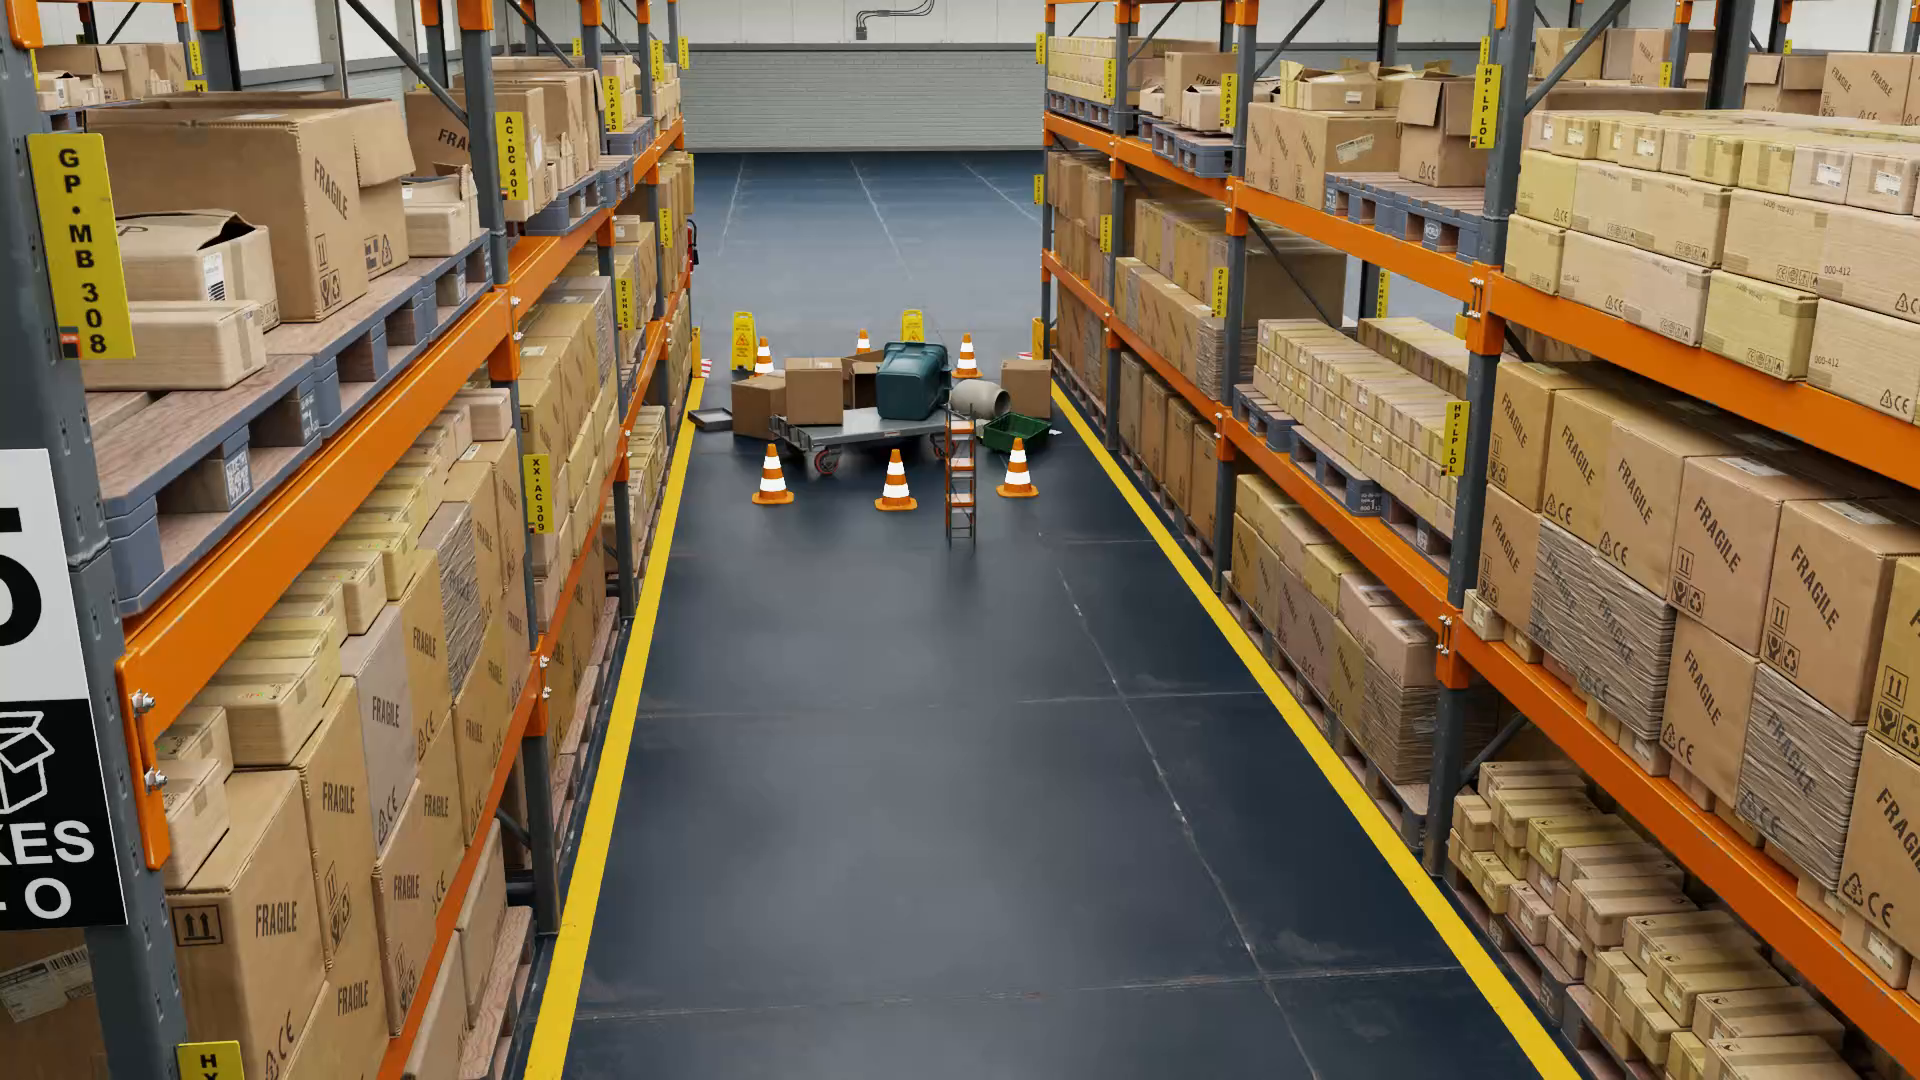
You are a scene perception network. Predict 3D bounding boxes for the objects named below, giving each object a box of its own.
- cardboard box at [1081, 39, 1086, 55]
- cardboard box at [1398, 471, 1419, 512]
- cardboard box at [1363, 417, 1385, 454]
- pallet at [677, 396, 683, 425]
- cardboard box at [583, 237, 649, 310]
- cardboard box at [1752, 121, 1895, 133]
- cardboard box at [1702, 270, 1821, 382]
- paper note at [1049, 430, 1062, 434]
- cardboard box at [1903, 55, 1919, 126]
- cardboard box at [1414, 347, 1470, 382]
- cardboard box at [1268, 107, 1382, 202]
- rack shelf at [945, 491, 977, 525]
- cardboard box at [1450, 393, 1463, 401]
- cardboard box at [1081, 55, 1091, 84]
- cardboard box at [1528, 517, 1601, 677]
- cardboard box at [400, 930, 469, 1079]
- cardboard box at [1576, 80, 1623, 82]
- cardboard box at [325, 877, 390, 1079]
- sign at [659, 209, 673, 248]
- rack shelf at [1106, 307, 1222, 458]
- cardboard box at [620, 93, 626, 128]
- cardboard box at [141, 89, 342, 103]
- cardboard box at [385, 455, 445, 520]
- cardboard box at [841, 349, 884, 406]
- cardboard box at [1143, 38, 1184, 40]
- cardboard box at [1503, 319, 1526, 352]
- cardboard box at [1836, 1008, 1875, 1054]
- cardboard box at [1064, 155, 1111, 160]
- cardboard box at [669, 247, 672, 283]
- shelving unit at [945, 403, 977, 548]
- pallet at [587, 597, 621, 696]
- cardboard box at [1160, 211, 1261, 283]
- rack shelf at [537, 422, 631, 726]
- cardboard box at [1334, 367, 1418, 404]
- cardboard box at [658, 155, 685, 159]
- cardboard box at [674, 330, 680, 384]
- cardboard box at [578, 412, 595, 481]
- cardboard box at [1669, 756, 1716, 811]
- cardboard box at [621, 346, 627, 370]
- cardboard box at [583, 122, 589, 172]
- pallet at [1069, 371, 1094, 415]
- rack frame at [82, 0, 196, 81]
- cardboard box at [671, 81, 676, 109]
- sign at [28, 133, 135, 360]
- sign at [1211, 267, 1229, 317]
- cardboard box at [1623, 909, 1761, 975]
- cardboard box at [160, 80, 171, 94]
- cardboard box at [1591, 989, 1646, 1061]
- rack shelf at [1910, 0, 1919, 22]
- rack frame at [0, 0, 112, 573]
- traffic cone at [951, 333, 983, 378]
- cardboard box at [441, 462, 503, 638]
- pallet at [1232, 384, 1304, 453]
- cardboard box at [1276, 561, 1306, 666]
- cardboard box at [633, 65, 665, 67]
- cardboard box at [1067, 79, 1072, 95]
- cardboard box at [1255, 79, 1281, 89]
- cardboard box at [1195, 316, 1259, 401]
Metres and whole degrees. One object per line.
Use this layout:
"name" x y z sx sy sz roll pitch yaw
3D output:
"cardboard box" 1.360 -4.697 15.842 0.380 0.149 0.250 -2 18 -6
"cardboard box" 2.381 -0.243 8.161 0.380 0.149 0.250 -2 18 -6
"cardboard box" 2.323 -0.545 8.626 0.380 0.149 0.250 -3 18 -8
"pallet" -3.302 -1.332 16.567 1.003 0.211 1.213 -2 18 -6
"cardboard box" -2.693 -2.057 12.856 0.500 0.500 0.500 -1 17 -4
"cardboard box" 2.988 -1.370 5.776 0.380 0.149 0.250 -1 17 -4
"cardboard box" 2.600 -0.651 4.987 0.500 0.250 0.500 -1 17 -3
"paper note" 0.874 -1.038 15.931 0.142 0.020 0.147 16 24 42
"cardboard box" 6.903 -3.065 11.423 0.500 0.500 0.500 -1 17 -4
"cardboard box" 2.865 -1.018 9.638 0.380 0.149 0.250 -2 18 -6
"cardboard box" 2.110 -2.242 9.636 0.500 0.500 0.500 -2 18 -6
"rack shelf" 0.006 -0.210 12.555 0.215 0.259 0.240 -2 18 -6
"cardboard box" 2.923 -0.718 9.179 0.380 0.149 0.250 -2 18 -7
"cardboard box" 1.437 -4.470 15.785 0.500 0.250 0.500 -2 18 -6
"cardboard box" 2.528 0.214 6.323 0.500 0.500 0.500 -2 18 -6
"cardboard box" -2.193 1.764 5.628 0.875 0.438 0.875 -2 18 -7
"cardboard box" 6.386 -4.518 16.638 0.380 0.149 0.250 -2 18 -8
"cardboard box" -1.675 1.127 3.913 0.500 0.500 0.500 -2 18 -6
"sign" -2.517 -2.670 14.239 0.100 0.325 0.005 -2 18 -6
"rack shelf" 2.051 -1.343 13.147 1.077 0.370 4.000 -2 18 -6
"cardboard box" -2.766 -3.186 12.360 0.500 0.250 0.500 -2 17 -5
"cardboard box" -2.392 -1.261 5.642 0.500 0.500 0.500 -1 17 -5
"cardboard box" -1.854 -0.163 5.269 0.380 0.149 0.250 -2 18 -6
"cardboard box" -0.782 -1.654 17.107 0.637 0.503 0.797 16 24 42
"cardboard box" 1.988 -4.794 16.151 0.380 0.149 0.250 -2 18 -6
"cardboard box" 6.424 -2.418 18.843 0.500 0.500 0.500 1 17 5
"cardboard box" 3.211 1.611 5.602 0.380 0.149 0.250 -2 17 -5
"cardboard box" 1.580 -3.788 17.681 0.875 0.550 0.550 -2 18 -6
"cardboard box" -2.912 -2.577 15.214 0.500 0.500 0.500 -2 18 -6
"shelving unit" 0.006 -0.485 12.469 0.215 1.050 0.252 -2 18 -6
"pallet" -2.650 0.661 10.221 1.003 0.211 1.213 -2 18 -6
"cardboard box" 2.008 -2.355 13.335 0.700 0.500 0.500 -2 18 -5
"rack shelf" -2.450 0.032 8.768 1.077 0.370 4.000 -2 18 -6
"cardboard box" 2.271 -0.845 9.085 0.380 0.149 0.250 -2 18 -6
"cardboard box" -3.167 -3.661 16.997 0.700 0.500 0.500 -2 18 -5
"cardboard box" -2.928 -1.688 15.685 0.500 0.500 0.500 -1 17 -3
"cardboard box" -2.170 -0.478 8.609 0.500 0.250 0.500 -2 18 -7
"cardboard box" 2.631 0.785 5.588 0.380 0.149 0.250 -1 17 -4
"cardboard box" -2.483 -1.258 11.396 0.380 0.149 0.250 -3 18 -9
"cardboard box" -2.166 -2.075 8.794 0.396 0.266 0.258 -2 18 -7
"pallet" 1.715 -1.545 17.245 1.003 0.211 1.213 -2 18 -6
"rack frame" -8.418 -5.998 16.760 1.000 3.000 0.127 -2 18 -6
"cardboard box" -3.052 -4.344 16.251 0.500 0.250 0.500 -1 17 -4
"sign" -1.278 -0.425 2.424 0.100 0.325 0.005 -2 18 -6
"sign" 1.705 -1.624 10.911 0.100 0.325 0.005 -2 18 -6
"cardboard box" 2.648 1.478 6.026 0.380 0.149 0.250 -3 18 -8
"cardboard box" -8.031 -4.458 16.413 0.380 0.149 0.250 -2 18 -7
"cardboard box" 2.562 1.765 6.105 0.380 0.149 0.250 -2 18 -7
"rack shelf" 11.509 -5.482 16.984 1.077 0.370 4.000 -2 18 -6
"rack frame" -1.831 -1.386 2.068 1.000 3.000 0.127 -2 18 -6
"traffic cone" 0.074 -2.061 18.470 0.336 0.463 0.334 -2 18 -6
"cardboard box" -1.876 0.043 5.695 0.500 0.500 0.500 -2 18 -6
"pallet" 2.437 -0.790 10.505 1.213 0.211 1.003 -2 18 -6
"cardboard box" 2.189 0.423 9.793 0.500 0.500 0.500 -2 18 -7
"cardboard box" -3.145 -4.660 16.593 0.380 0.149 0.250 -2 18 -5
"cardboard box" 1.279 -4.545 16.690 0.380 0.149 0.250 -2 18 -6
"cardboard box" 2.297 -3.252 12.299 0.500 0.311 0.500 -2 18 -7
"cardboard box" 1.943 -1.264 11.528 0.500 0.500 0.500 -2 18 -6
